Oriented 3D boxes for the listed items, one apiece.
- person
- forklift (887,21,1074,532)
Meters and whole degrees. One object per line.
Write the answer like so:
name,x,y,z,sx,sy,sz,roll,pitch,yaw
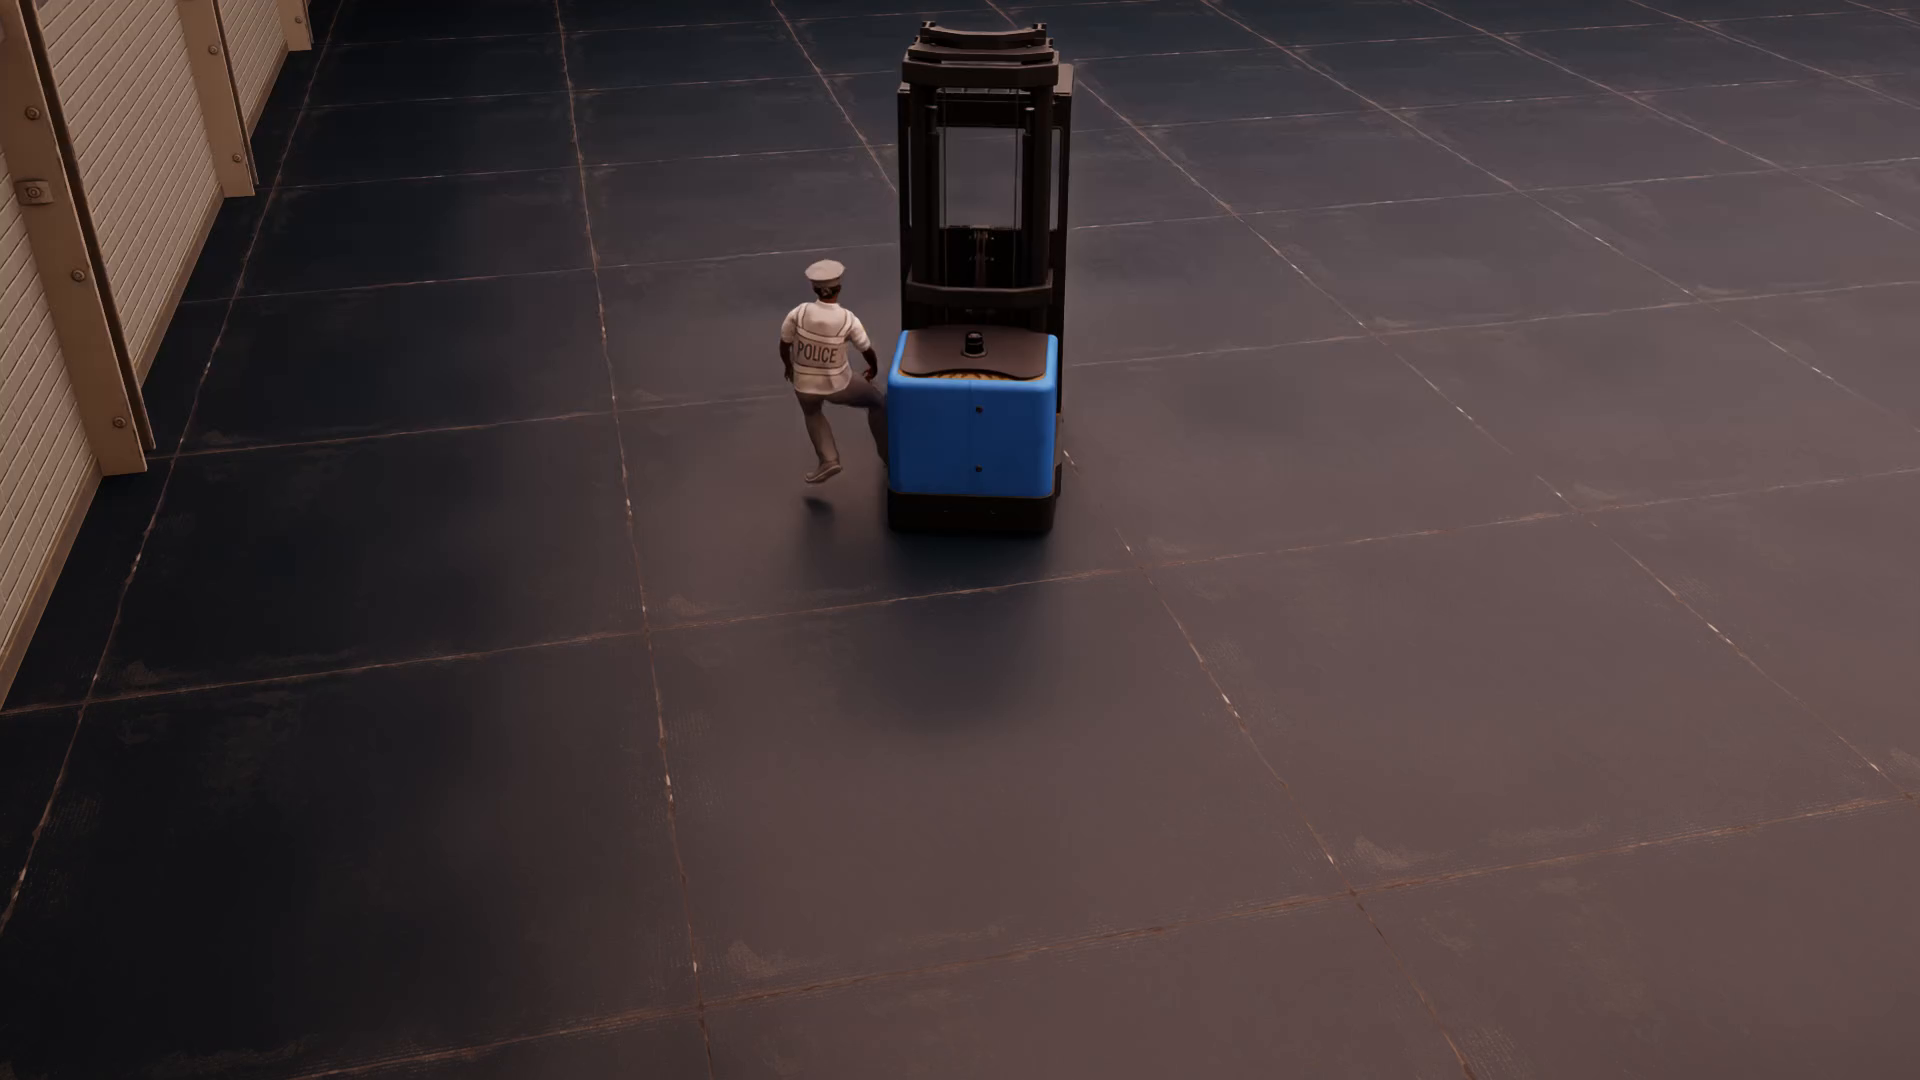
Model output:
person,-0.791,-1.130,10.831,0.713,1.507,0.697,5,30,8
forklift,0.172,-2.031,11.083,1.130,2.935,3.031,2,30,4
